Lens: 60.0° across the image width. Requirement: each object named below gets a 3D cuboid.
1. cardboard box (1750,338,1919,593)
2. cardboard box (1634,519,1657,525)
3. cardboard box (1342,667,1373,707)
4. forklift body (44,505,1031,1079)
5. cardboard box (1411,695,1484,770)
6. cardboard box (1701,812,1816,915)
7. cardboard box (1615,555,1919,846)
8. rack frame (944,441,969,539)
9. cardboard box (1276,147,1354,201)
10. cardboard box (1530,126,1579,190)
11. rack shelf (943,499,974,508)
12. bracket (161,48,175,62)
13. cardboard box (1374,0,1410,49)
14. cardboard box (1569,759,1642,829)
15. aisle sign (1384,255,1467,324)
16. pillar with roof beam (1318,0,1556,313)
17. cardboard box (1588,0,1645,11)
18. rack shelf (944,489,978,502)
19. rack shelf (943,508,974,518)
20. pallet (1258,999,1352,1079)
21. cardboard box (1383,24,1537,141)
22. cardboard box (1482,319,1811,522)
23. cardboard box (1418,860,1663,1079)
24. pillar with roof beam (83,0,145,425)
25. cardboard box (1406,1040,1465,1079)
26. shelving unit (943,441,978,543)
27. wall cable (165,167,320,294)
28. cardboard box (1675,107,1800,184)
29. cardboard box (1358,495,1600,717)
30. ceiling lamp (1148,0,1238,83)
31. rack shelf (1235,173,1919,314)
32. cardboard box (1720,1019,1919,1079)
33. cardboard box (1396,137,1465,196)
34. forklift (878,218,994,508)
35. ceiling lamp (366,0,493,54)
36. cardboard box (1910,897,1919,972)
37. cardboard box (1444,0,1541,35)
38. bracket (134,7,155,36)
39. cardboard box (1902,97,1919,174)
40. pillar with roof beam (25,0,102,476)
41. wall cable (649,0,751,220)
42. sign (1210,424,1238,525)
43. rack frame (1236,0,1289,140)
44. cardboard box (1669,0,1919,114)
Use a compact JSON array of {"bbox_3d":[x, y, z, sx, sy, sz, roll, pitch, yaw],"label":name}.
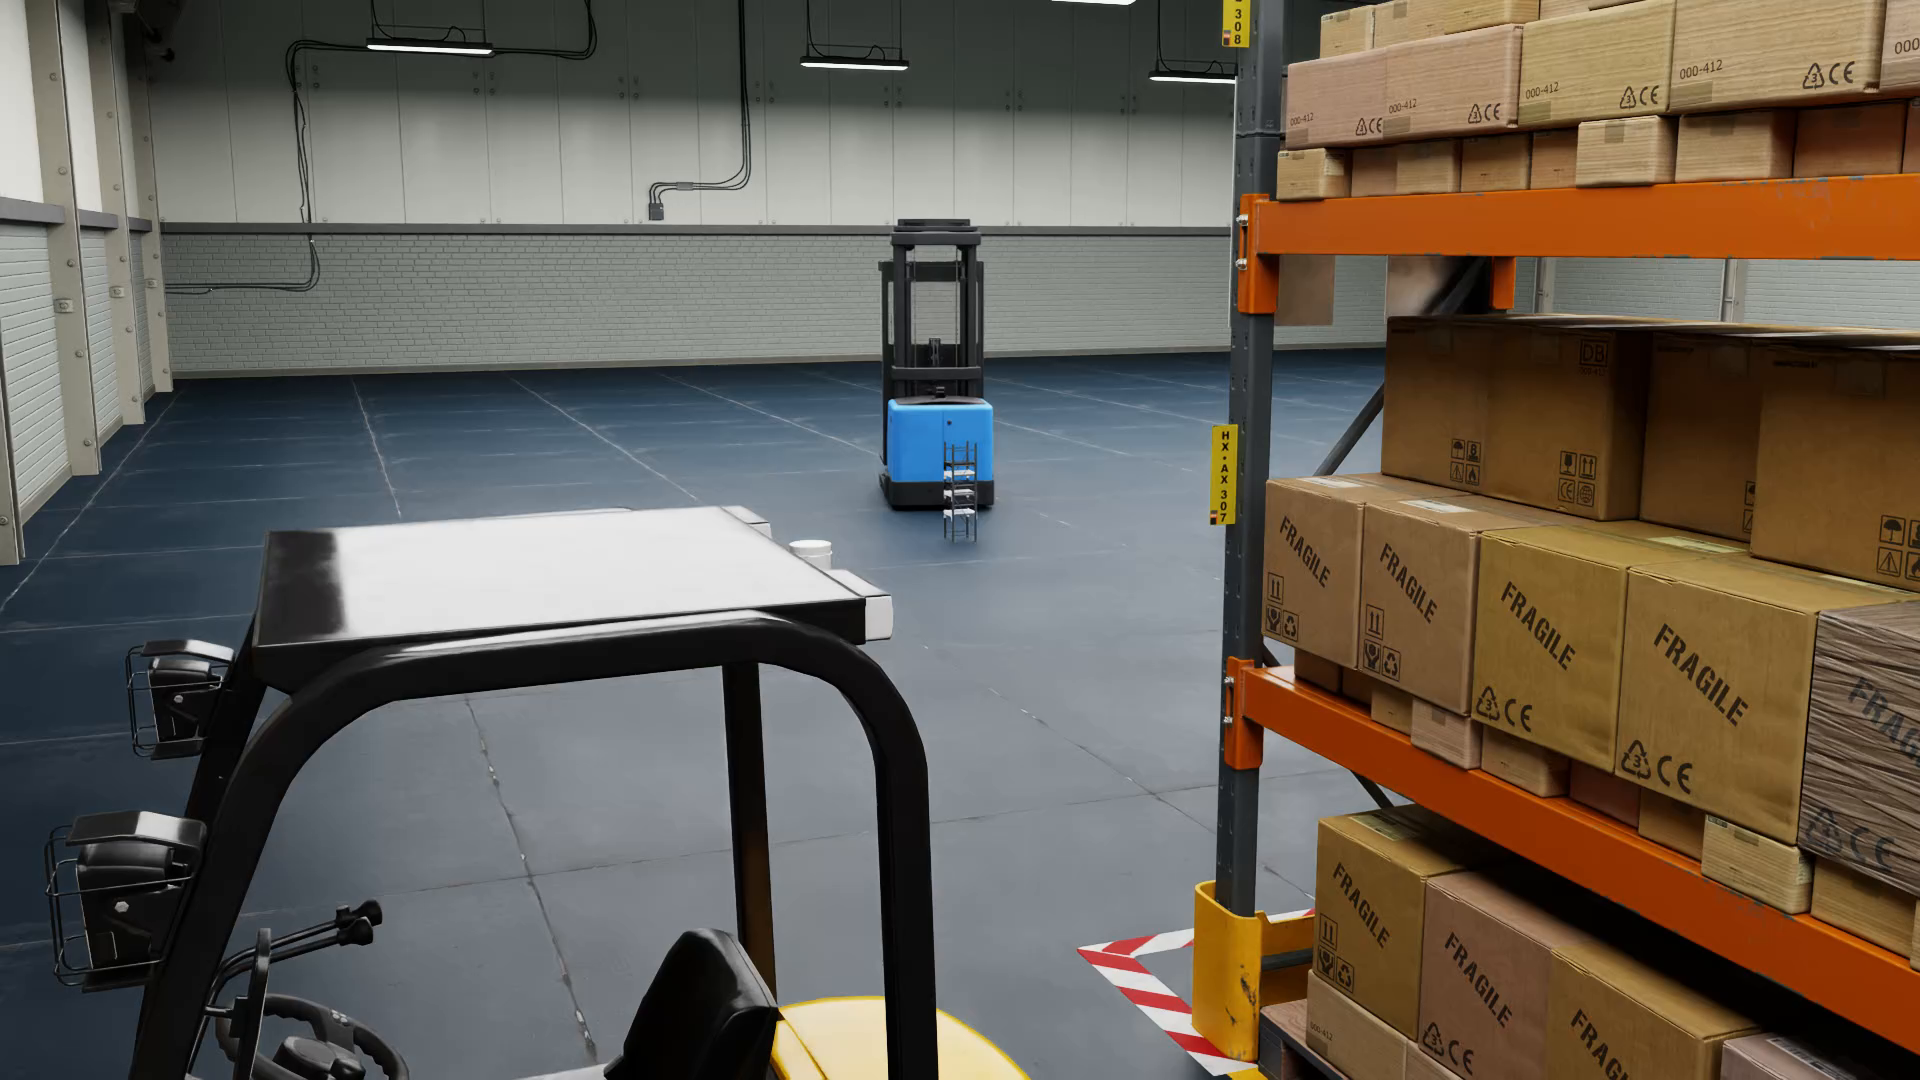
[{"bbox_3d":[2.263,-0.188,3.753,0.700,0.500,0.500,-4,11,-21],"label":"cardboard box"},{"bbox_3d":[1.996,0.138,4.776,0.500,0.500,0.500,-4,11,-21],"label":"cardboard box"},{"bbox_3d":[1.401,0.413,5.082,0.380,0.149,0.250,-4,11,-20],"label":"cardboard box"},{"bbox_3d":[-0.872,1.107,2.883,2.313,2.155,1.214,-4,11,-21],"label":"forklift body"},{"bbox_3d":[1.470,0.506,4.560,0.380,0.149,0.250,-4,11,-20],"label":"cardboard box"},{"bbox_3d":[1.851,0.675,3.609,0.380,0.149,0.250,-4,11,-20],"label":"cardboard box"},{"bbox_3d":[1.847,0.329,3.698,0.500,0.500,0.500,-4,11,-22],"label":"cardboard box"},{"bbox_3d":[-0.034,-0.458,15.257,0.240,0.900,0.006,-4,11,-21],"label":"rack frame"},{"bbox_3d":[1.183,-1.098,5.011,0.380,0.149,0.250,-4,11,-21],"label":"cardboard box"},{"bbox_3d":[1.638,-0.934,4.086,0.380,0.149,0.250,-4,11,-23],"label":"cardboard box"},{"bbox_3d":[0.003,-0.320,15.185,0.258,0.077,0.200,-4,11,-21],"label":"rack shelf"},{"bbox_3d":[-15.397,-9.433,32.307,0.235,0.232,0.430,-4,11,-21],"label":"bracket"},{"bbox_3d":[1.410,-1.454,4.737,0.380,0.149,0.250,-4,11,-21],"label":"cardboard box"},{"bbox_3d":[1.747,0.585,4.113,0.380,0.149,0.250,-4,11,-19],"label":"cardboard box"},{"bbox_3d":[1.613,-1.128,5.604,0.394,0.787,0.004,-4,11,-21],"label":"aisle sign"},{"bbox_3d":[10.628,-8.910,39.643,9.100,9.000,0.548,-4,11,-21],"label":"pillar with roof beam"},{"bbox_3d":[1.663,-1.282,3.766,0.380,0.149,0.250,-4,11,-19],"label":"cardboard box"},{"bbox_3d":[0.003,-0.409,15.170,0.258,0.077,0.200,-4,11,-21],"label":"rack shelf"},{"bbox_3d":[0.003,-0.232,15.201,0.258,0.077,0.200,-4,11,-21],"label":"rack shelf"},{"bbox_3d":[1.655,1.700,5.088,1.003,0.211,1.213,-4,11,-21],"label":"pallet"},{"bbox_3d":[1.473,-1.187,4.374,0.500,0.250,0.500,-4,11,-22],"label":"cardboard box"},{"bbox_3d":[1.931,-0.355,4.691,0.700,0.500,0.500,-4,11,-20],"label":"cardboard box"},{"bbox_3d":[1.603,1.196,4.471,0.500,0.500,0.500,-4,11,-23],"label":"cardboard box"},{"bbox_3d":[-8.532,-6.478,25.970,9.100,9.000,0.548,-4,11,-21],"label":"pillar with roof beam"},{"bbox_3d":[1.578,1.560,4.566,0.500,0.250,0.500,-3,11,-19],"label":"cardboard box"},{"bbox_3d":[0.003,-0.442,15.164,0.258,0.900,0.210,-4,11,-21],"label":"shelving unit"},{"bbox_3d":[-14.553,-6.220,33.387,3.097,2.526,0.112,-4,11,-21],"label":"wall cable"},{"bbox_3d":[1.788,-0.847,3.599,0.380,0.149,0.250,-4,11,-22],"label":"cardboard box"},{"bbox_3d":[1.469,0.164,4.629,0.500,0.500,0.500,-4,11,-19],"label":"cardboard box"},{"bbox_3d":[4.576,-10.645,32.733,2.000,3.185,0.800,-4,11,-21],"label":"ceiling lamp"},{"bbox_3d":[2.090,-0.616,3.637,1.077,0.370,4.000,-4,11,-21],"label":"rack shelf"},{"bbox_3d":[1.979,1.365,3.521,0.500,0.500,0.500,-3,11,-18],"label":"cardboard box"},{"bbox_3d":[1.426,-1.016,4.546,0.380,0.149,0.250,-4,11,-19],"label":"cardboard box"},{"bbox_3d":[-0.314,-1.991,18.076,1.130,2.935,3.031,-1,10,-6],"label":"forklift"},{"bbox_3d":[-8.891,-9.728,27.578,2.000,3.185,0.800,-4,11,-21],"label":"ceiling lamp"},{"bbox_3d":[2.043,0.758,3.141,0.380,0.149,0.250,-4,11,-22],"label":"cardboard box"},{"bbox_3d":[1.465,-1.364,4.228,0.380,0.149,0.250,-4,11,-21],"label":"cardboard box"},{"bbox_3d":[-13.303,-8.490,27.007,0.076,0.066,4.783,-4,11,-21],"label":"bracket"},{"bbox_3d":[2.042,-0.769,3.159,0.380,0.149,0.250,-4,11,-20],"label":"cardboard box"},{"bbox_3d":[-6.357,-5.498,20.465,9.100,9.000,0.400,-4,11,-21],"label":"pillar with roof beam"},{"bbox_3d":[-5.700,-10.023,36.190,2.305,6.003,0.169,-4,11,-21],"label":"wall cable"},{"bbox_3d":[0.860,-0.212,5.402,0.100,0.325,0.005,-4,11,-21],"label":"sign"},{"bbox_3d":[1.366,-2.773,5.146,1.000,3.000,0.127,-4,11,-21],"label":"rack frame"},{"bbox_3d":[1.851,-1.020,3.432,0.500,0.250,0.500,-4,11,-20],"label":"cardboard box"}]
